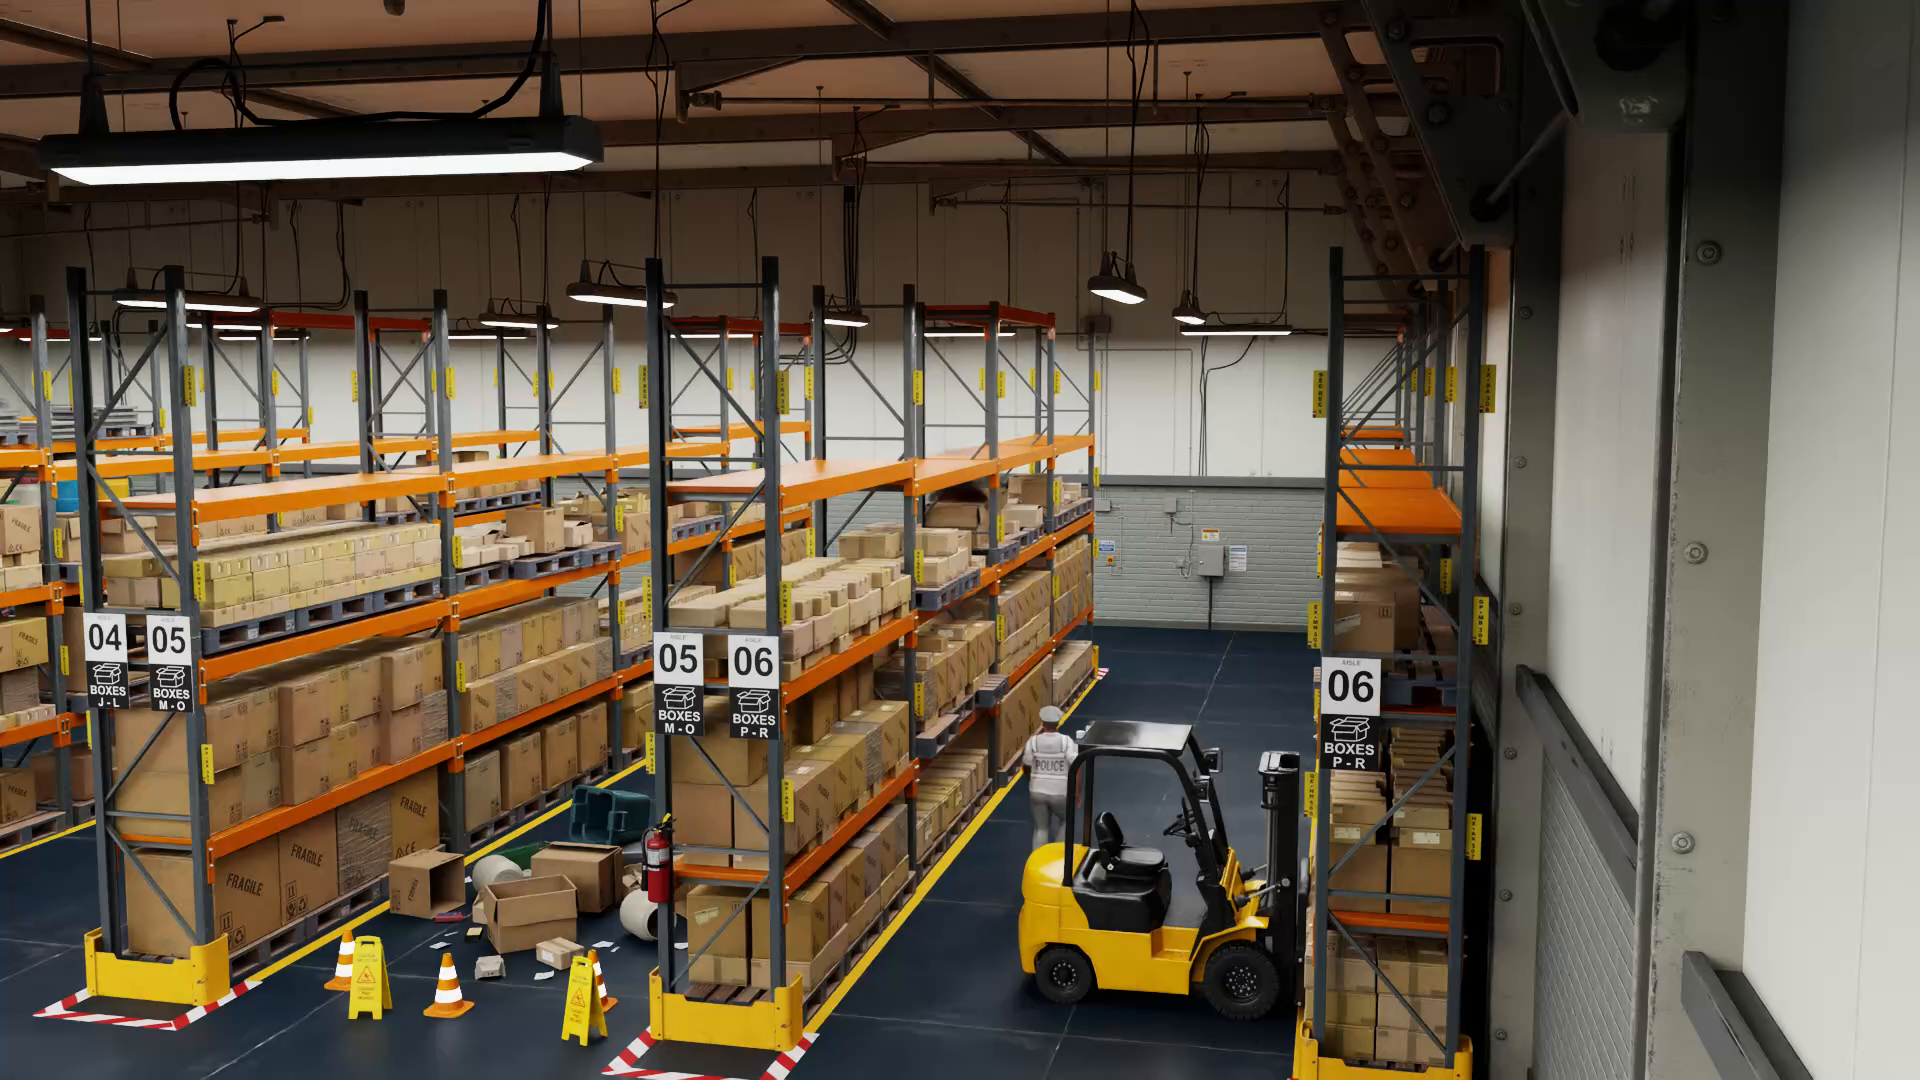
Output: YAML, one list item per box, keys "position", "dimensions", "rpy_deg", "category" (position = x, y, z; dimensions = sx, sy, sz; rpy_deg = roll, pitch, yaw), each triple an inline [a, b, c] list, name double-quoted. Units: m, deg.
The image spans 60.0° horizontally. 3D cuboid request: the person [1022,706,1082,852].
- position: [0.951, 2.605, 17.051]
  dimensions: [0.640, 1.822, 0.699]
  rpy_deg: [2, 6, 17]
  category: "person"
